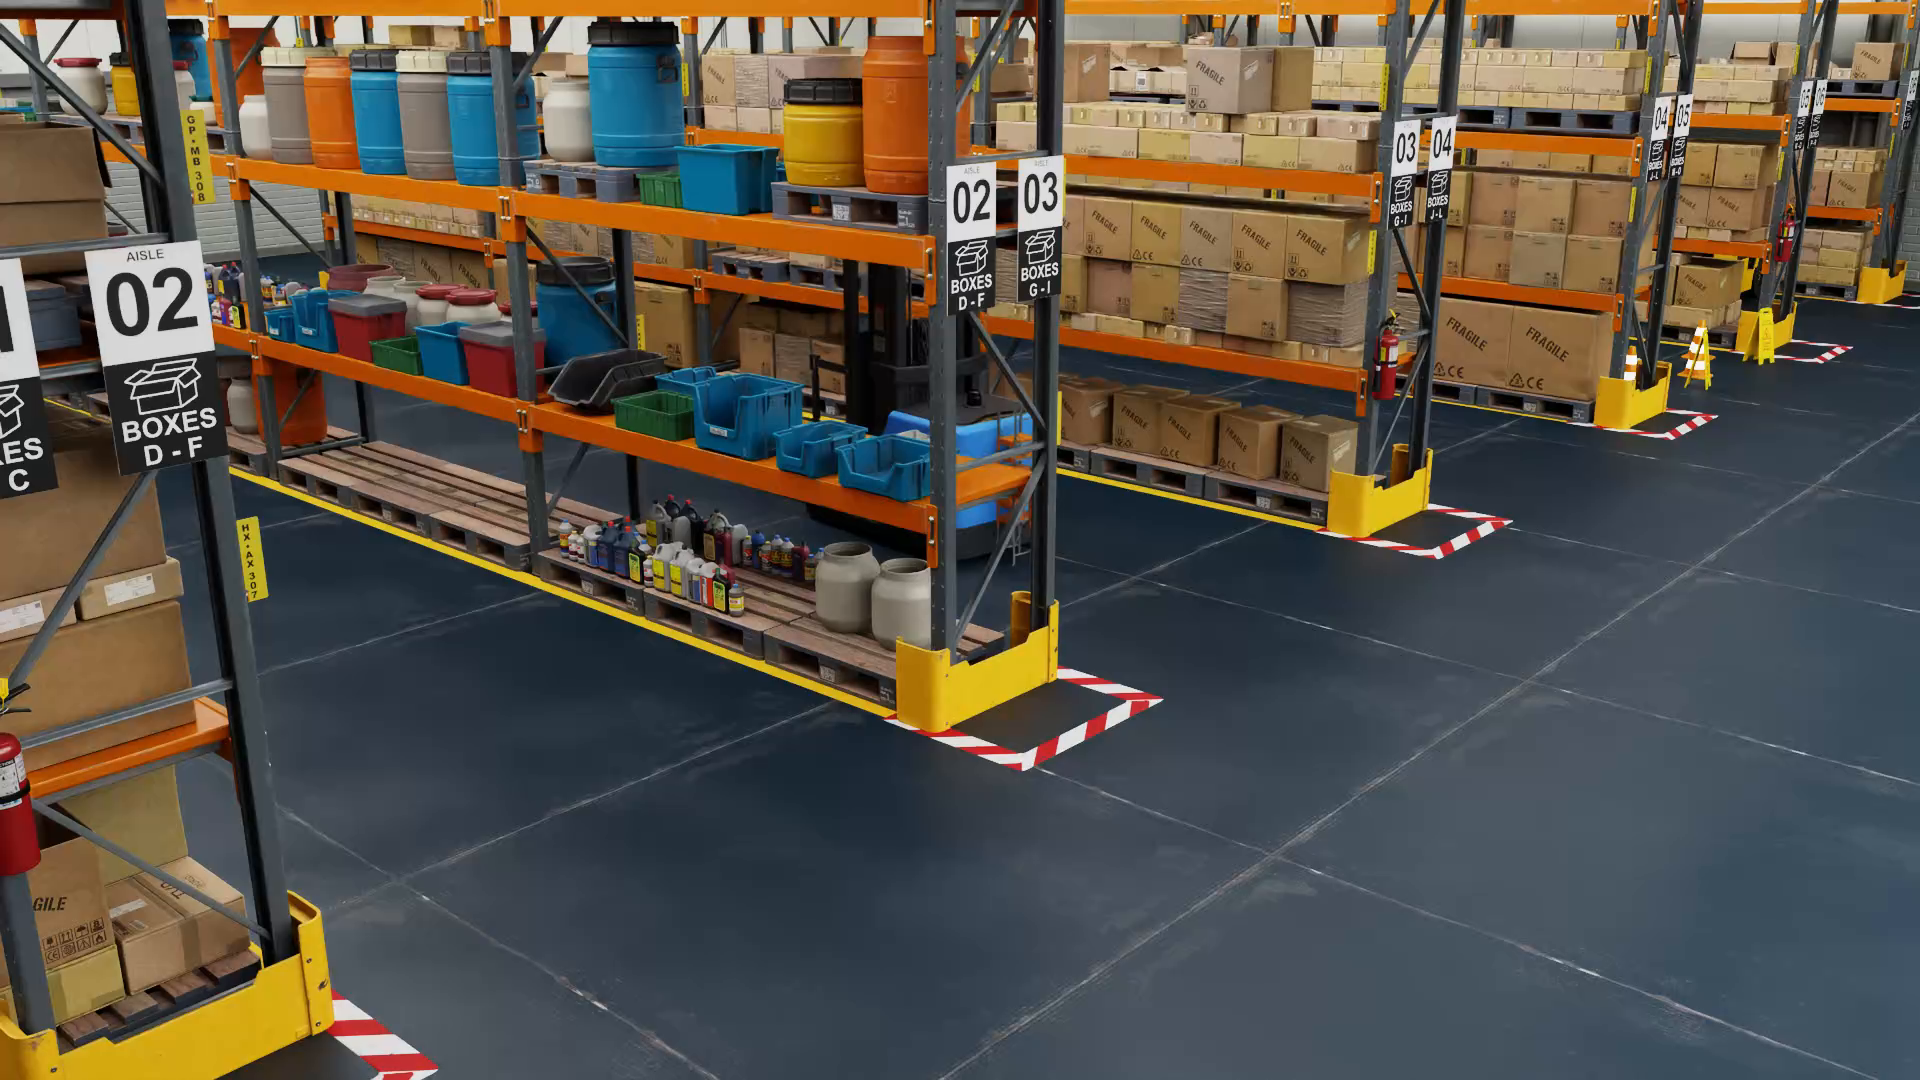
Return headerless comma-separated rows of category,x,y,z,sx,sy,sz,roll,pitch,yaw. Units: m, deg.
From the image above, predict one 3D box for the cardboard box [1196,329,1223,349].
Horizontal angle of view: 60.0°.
cardboard box,2.198,-1.728,14.013,0.250,0.149,0.380,15,23,39

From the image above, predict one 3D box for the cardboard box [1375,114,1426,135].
cardboard box,3.441,-3.246,13.010,0.250,0.149,0.380,15,23,39

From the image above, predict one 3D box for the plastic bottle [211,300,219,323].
plastic bottle,-6.683,-2.059,14.969,0.097,0.201,0.097,0,18,0

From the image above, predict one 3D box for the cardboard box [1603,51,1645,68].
cardboard box,6.384,-4.621,15.991,0.250,0.149,0.380,15,23,40

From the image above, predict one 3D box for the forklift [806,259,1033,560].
forklift,-0.610,-1.617,13.360,1.130,2.935,3.031,-14,23,-38

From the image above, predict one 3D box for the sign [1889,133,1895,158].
sign,12.993,-5.501,23.180,0.005,0.325,0.100,15,23,39

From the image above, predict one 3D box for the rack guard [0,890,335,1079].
rack guard,-3.067,1.847,6.466,0.348,0.500,1.175,15,23,39

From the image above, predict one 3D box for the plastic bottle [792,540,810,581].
plastic bottle,-1.100,0.132,11.502,0.133,0.283,0.061,16,23,40

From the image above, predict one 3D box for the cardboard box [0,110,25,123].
cardboard box,-4.145,-1.489,6.795,0.500,0.500,0.500,15,23,39

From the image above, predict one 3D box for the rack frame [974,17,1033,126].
rack frame,0.502,-5.253,14.786,0.127,3.000,1.000,15,23,39

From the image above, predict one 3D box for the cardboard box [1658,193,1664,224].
cardboard box,8.739,-4.271,20.954,0.500,0.500,0.500,15,23,39

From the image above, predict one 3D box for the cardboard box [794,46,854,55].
cardboard box,-1.903,-6.678,23.376,0.500,0.500,0.700,15,23,39

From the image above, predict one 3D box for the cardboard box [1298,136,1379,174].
cardboard box,2.964,-2.988,12.856,0.500,0.250,0.500,16,23,40

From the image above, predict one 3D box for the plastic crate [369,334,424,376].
plastic crate,-4.276,-1.457,13.095,0.662,0.188,0.450,15,23,39

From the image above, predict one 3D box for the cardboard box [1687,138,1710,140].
cardboard box,11.407,-6.116,25.695,0.250,0.149,0.380,14,23,38

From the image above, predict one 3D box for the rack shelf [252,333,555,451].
rack shelf,-4.282,-1.331,13.537,4.000,0.370,1.077,15,23,39

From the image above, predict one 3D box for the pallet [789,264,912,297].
pallet,-0.982,-2.717,17.030,1.213,0.211,1.003,15,23,39

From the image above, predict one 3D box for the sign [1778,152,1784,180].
sign,9.688,-4.413,19.622,0.005,0.325,0.100,15,23,39

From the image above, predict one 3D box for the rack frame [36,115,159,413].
rack frame,-8.769,-2.879,17.224,0.127,3.000,1.000,15,23,39

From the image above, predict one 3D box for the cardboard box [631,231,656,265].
cardboard box,-3.392,-3.388,18.664,0.500,0.500,0.500,15,23,39

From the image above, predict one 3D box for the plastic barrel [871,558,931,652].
plastic barrel,-0.337,0.401,10.307,0.421,0.512,0.421,0,18,0

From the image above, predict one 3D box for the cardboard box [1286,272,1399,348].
cardboard box,3.101,-1.896,13.470,0.500,0.500,0.875,15,23,39

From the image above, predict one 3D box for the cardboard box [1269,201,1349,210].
cardboard box,2.894,-2.530,13.815,0.500,0.500,0.500,15,23,39

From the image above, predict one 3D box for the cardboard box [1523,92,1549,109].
cardboard box,5.819,-4.393,16.591,0.250,0.149,0.380,15,23,40

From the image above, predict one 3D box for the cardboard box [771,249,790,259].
cardboard box,-1.575,-3.255,17.550,0.700,0.500,0.500,-14,22,-38

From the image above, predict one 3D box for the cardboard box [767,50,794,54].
cardboard box,-2.529,-6.889,23.663,0.250,0.149,0.380,14,22,37

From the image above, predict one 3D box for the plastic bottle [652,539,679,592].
plastic bottle,-1.998,0.160,11.302,0.185,0.351,0.144,15,23,39

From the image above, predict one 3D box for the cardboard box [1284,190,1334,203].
cardboard box,4.123,-3.999,18.722,0.550,0.550,0.875,15,23,39

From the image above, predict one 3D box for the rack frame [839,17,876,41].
rack frame,-1.895,-9.904,29.443,0.127,3.000,1.000,15,23,39

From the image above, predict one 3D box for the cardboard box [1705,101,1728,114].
cardboard box,9.235,-5.254,20.165,0.250,0.149,0.380,16,24,41

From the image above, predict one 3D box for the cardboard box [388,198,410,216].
cardboard box,-7.133,-4.407,21.796,0.500,0.250,0.500,14,23,38

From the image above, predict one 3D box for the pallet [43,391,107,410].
pallet,-9.345,-1.689,18.083,1.213,0.211,1.003,15,23,39

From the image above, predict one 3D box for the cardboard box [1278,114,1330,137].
cardboard box,2.685,-3.232,12.968,0.250,0.149,0.380,14,22,37

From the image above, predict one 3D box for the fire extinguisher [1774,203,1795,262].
fire extinguisher,9.851,-3.668,19.838,0.183,0.674,0.296,15,23,39

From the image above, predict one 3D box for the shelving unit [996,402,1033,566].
shelving unit,0.429,-0.418,12.444,0.258,1.200,0.189,-14,23,-38

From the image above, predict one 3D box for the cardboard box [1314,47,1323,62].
cardboard box,3.916,-5.283,18.078,0.250,0.149,0.380,15,23,40

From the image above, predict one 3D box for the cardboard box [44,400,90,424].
cardboard box,-3.862,-0.227,6.558,0.500,0.500,0.700,14,23,38

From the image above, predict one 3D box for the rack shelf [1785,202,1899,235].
rack shelf,11.868,-5.015,25.143,4.000,0.370,1.077,15,23,39

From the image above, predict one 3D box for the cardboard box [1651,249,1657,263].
cardboard box,8.794,-3.600,21.035,0.250,0.149,0.380,16,23,40

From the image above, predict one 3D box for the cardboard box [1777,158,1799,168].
cardboard box,12.145,-5.525,24.323,0.250,0.149,0.380,14,22,38

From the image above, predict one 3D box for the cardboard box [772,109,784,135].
cardboard box,-1.533,-4.198,16.671,0.500,0.250,0.500,16,23,40

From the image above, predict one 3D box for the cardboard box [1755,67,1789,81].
cardboard box,9.623,-5.523,19.695,0.250,0.149,0.380,15,23,40

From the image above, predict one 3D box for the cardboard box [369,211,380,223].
cardboard box,-7.657,-4.331,22.215,0.250,0.149,0.380,14,23,38

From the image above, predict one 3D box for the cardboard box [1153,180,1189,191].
cardboard box,2.731,-4.322,19.953,0.500,0.500,0.700,15,23,40

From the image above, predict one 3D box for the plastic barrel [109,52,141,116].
plastic barrel,-7.952,-4.461,16.245,0.600,0.588,0.600,0,18,0

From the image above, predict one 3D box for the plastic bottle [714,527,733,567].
plastic bottle,-1.679,0.038,11.797,0.133,0.283,0.061,15,23,39

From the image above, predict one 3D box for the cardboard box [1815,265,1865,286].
cardboard box,12.802,-3.868,24.193,0.500,0.250,0.500,15,23,40

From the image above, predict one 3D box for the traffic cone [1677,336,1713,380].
traffic cone,8.411,-2.098,18.957,0.334,0.463,0.336,15,23,39

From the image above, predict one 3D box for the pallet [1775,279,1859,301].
pallet,12.764,-3.771,24.644,1.213,0.211,1.003,15,23,39

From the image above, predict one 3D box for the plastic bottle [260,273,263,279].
plastic bottle,-6.720,-2.422,15.979,0.133,0.283,0.061,15,23,39

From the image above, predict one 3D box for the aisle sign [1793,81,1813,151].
aisle sign,9.925,-4.993,19.588,0.004,0.787,0.394,15,23,39

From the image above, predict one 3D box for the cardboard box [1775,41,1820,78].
cardboard box,12.171,-6.943,24.047,0.500,0.500,0.700,15,23,40
